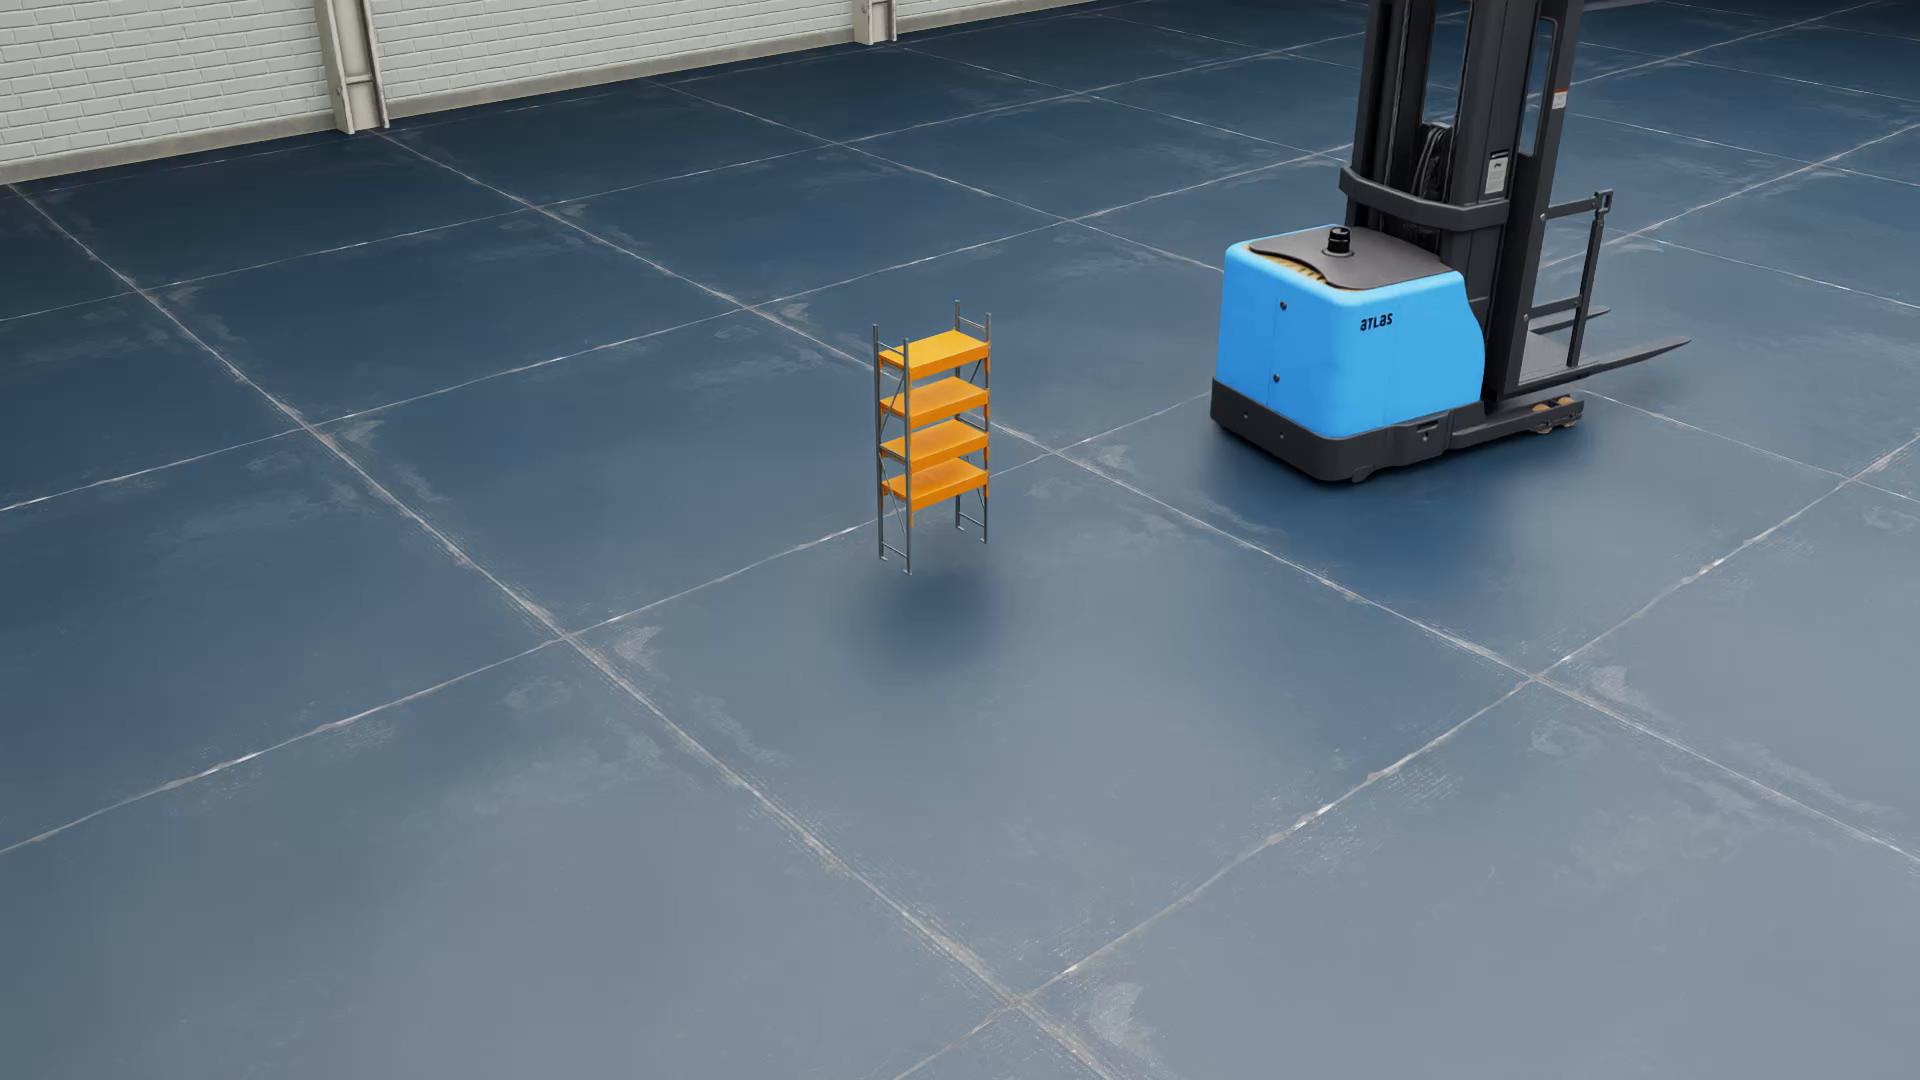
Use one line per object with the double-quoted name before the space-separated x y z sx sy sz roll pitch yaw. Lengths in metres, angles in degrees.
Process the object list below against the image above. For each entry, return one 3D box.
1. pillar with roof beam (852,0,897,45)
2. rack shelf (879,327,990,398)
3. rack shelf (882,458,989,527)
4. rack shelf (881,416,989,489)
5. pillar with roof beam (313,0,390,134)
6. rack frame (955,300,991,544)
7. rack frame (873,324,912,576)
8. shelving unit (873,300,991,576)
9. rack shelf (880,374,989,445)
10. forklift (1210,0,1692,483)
"pillar with roof beam" 1.829 -8.082 13.825 0.400 9.000 9.100 -22 35 -35
"rack shelf" -0.126 -0.825 7.687 0.480 0.148 0.258 -22 35 -35
"rack shelf" -0.126 -0.244 7.998 0.480 0.148 0.258 -22 35 -35
"rack shelf" -0.126 -0.419 7.904 0.480 0.148 0.258 -22 35 -35
"pillar with roof beam" -2.735 -6.246 10.391 0.400 9.000 9.100 -22 35 -35
"rack frame" 0.060 -0.553 8.012 0.015 1.200 0.240 -22 35 -35
"rack frame" -0.312 -0.404 7.733 0.015 1.200 0.240 -22 35 -35
"shelving unit" -0.126 -0.479 7.872 0.503 1.200 0.258 -22 35 -35
"rack shelf" -0.126 -0.616 7.799 0.480 0.148 0.258 -22 35 -35
"forklift" 2.948 -2.088 9.048 3.031 2.935 1.130 -15 32 -26
